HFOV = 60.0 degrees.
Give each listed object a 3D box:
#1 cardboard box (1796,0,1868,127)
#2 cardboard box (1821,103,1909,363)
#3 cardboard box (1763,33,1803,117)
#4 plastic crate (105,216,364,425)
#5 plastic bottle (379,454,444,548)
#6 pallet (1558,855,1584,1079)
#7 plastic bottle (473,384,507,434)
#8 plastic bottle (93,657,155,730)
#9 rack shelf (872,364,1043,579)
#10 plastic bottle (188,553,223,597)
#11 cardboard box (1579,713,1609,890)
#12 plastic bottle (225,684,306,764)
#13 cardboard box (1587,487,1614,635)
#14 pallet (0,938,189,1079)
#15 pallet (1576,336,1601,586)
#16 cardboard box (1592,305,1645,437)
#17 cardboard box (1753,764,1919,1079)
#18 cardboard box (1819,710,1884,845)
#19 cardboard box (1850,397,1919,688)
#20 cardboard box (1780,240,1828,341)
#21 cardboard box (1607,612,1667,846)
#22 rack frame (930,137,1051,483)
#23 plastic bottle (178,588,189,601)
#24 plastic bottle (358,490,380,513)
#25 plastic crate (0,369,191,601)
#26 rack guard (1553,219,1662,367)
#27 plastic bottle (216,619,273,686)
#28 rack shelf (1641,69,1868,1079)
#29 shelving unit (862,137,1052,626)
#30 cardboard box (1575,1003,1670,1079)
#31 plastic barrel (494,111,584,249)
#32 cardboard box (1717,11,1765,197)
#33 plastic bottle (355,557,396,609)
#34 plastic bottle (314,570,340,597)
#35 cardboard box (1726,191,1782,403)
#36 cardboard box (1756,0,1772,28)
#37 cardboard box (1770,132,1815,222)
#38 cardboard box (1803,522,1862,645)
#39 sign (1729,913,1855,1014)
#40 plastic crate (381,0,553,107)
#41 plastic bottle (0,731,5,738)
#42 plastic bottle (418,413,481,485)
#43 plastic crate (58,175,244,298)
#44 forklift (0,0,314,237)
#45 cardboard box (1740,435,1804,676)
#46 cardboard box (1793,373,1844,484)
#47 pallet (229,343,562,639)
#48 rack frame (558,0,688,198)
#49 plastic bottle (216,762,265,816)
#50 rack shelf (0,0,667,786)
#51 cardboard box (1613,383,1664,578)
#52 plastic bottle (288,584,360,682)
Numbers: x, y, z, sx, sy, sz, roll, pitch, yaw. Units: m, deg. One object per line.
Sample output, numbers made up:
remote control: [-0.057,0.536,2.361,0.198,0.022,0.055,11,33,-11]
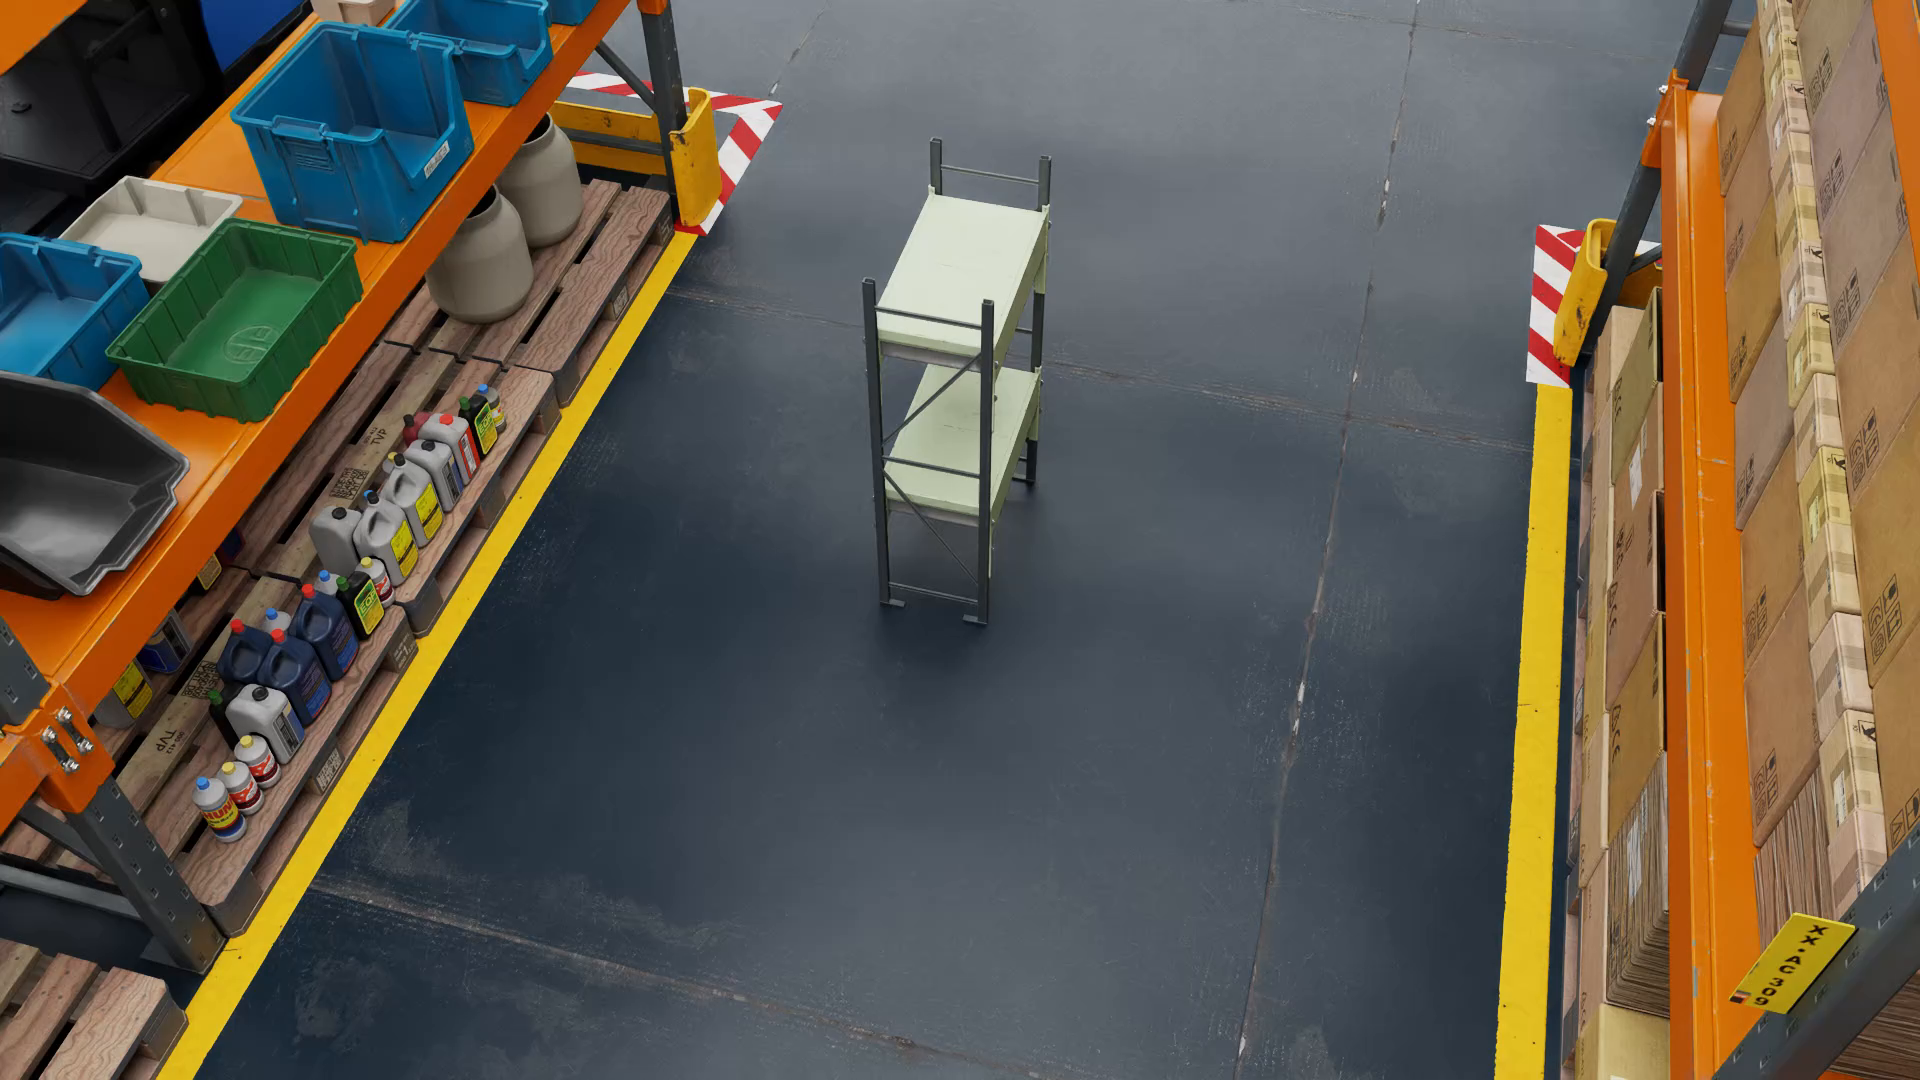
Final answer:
cardboard box: [2.779,-1.425,4.575,0.700,0.500,0.500,10,49,9]
cardboard box: [2.515,-0.698,3.933,0.700,0.500,0.500,12,50,10]
cardboard box: [2.616,-1.352,4.943,0.380,0.149,0.250,12,50,10]
plastic crate: [-2.140,-0.660,4.973,0.450,0.188,0.662,12,50,10]
plastic bottle: [-1.946,-0.154,5.858,0.144,0.351,0.185,13,50,12]
pallet: [2.258,1.532,4.757,1.003,0.211,1.213,12,50,10]
plastic bottle: [-1.777,-0.502,6.265,0.097,0.201,0.097,0,49,0]
plastic bottle: [-2.739,0.433,5.341,0.144,0.351,0.185,12,50,10]
rack shelf: [0.002,-0.285,5.936,0.431,0.370,0.720,12,50,10]
plastic bottle: [-2.637,0.056,5.719,0.061,0.283,0.133,12,50,10]
cardboard box: [2.178,0.844,5.058,0.500,0.250,0.500,12,50,10]
plastic bottle: [-2.204,0.568,5.271,0.152,0.276,0.135,13,50,11]
cardboard box: [2.446,0.122,5.696,0.500,0.250,0.500,12,50,10]
pallet: [-2.938,1.694,4.614,1.003,0.211,1.213,12,50,10]
pallet: [2.901,-0.233,6.315,1.003,0.211,1.213,12,50,10]
cardboard box: [2.706,-0.602,6.335,0.500,0.250,0.500,12,50,10]
cardboard box: [2.119,0.821,3.458,0.700,0.500,0.500,10,49,9]
cardboard box: [1.940,0.511,3.299,0.380,0.149,0.250,11,49,9]
cardboard box: [2.251,0.026,3.295,0.700,0.500,0.500,11,50,10]
cardboard box: [2.345,-0.612,4.290,0.380,0.149,0.250,12,50,10]
cardboard box: [2.191,0.599,4.775,0.500,0.500,0.500,12,50,10]
rack frame: [0.098,-0.766,5.926,0.400,1.500,0.023,12,50,10]
plastic bottle: [-2.742,0.032,5.695,0.144,0.351,0.185,11,50,10]
plastic bottle: [-2.074,-0.096,5.907,0.097,0.201,0.097,0,49,0]
plastic crate: [-2.509,-0.137,4.412,0.767,0.338,0.504,12,50,10]
rack guard: [3.068,-0.907,6.717,1.175,0.500,0.348,12,50,10]
plastic bottle: [-2.295,0.396,5.373,0.144,0.351,0.185,12,50,10]
rack shelf: [2.535,-0.033,4.758,1.077,0.370,4.000,12,50,10]
shelving unit: [0.002,-0.501,5.692,0.431,1.500,0.755,12,50,10]
cardboard box: [1.920,1.568,4.419,0.500,0.250,0.500,12,50,10]
plastic barrel: [-1.816,-1.522,6.972,0.421,0.512,0.421,0,49,0]
cardboard box: [2.926,-1.415,5.432,0.700,0.500,0.500,12,50,10]
plastic bottle: [-2.010,0.138,5.701,0.097,0.201,0.097,0,49,0]
plastic bottle: [-2.104,0.201,5.598,0.097,0.271,0.097,0,49,0]
cardboard box: [2.656,-0.676,4.780,0.700,0.500,0.500,12,50,10]
cardboard box: [2.750,-1.724,5.271,0.380,0.149,0.250,11,50,10]
cardboard box: [2.480,-0.977,4.612,0.380,0.149,0.250,10,49,9]
cardboard box: [2.075,0.131,3.635,0.380,0.149,0.250,11,50,10]
sign: [1.473,0.755,2.953,0.100,0.325,0.005,12,50,10]
plastic crate: [-1.736,-1.759,5.901,0.499,0.251,0.408,12,50,10]
plastic bottle: [-2.974,0.652,5.247,0.097,0.201,0.097,0,49,0]
plastic bottle: [-1.870,-0.350,6.081,0.152,0.276,0.135,12,50,10]
plastic crate: [-2.586,-0.941,5.256,0.530,0.136,0.437,12,50,10]
forklift: [-4.077,-2.752,6.724,1.130,2.935,3.031,15,50,13]
cardboard box: [2.388,0.076,4.116,0.700,0.500,0.500,12,50,11]
cardboard box: [2.209,-0.229,3.952,0.380,0.149,0.250,13,50,11]
pallet: [-2.233,-0.244,6.325,1.003,0.211,1.213,12,50,10]
rack frame: [-1.716,-2.697,6.630,1.000,3.000,0.127,12,50,10]
plastic bottle: [-2.236,0.759,5.153,0.097,0.201,0.097,0,49,0]
rack shelf: [-2.243,-1.013,5.623,1.077,0.370,4.000,12,50,10]
cardboard box: [2.457,-0.124,5.413,0.500,0.500,0.500,12,50,10]
plastic bottle: [-2.107,0.288,5.468,0.144,0.351,0.185,10,49,8]
